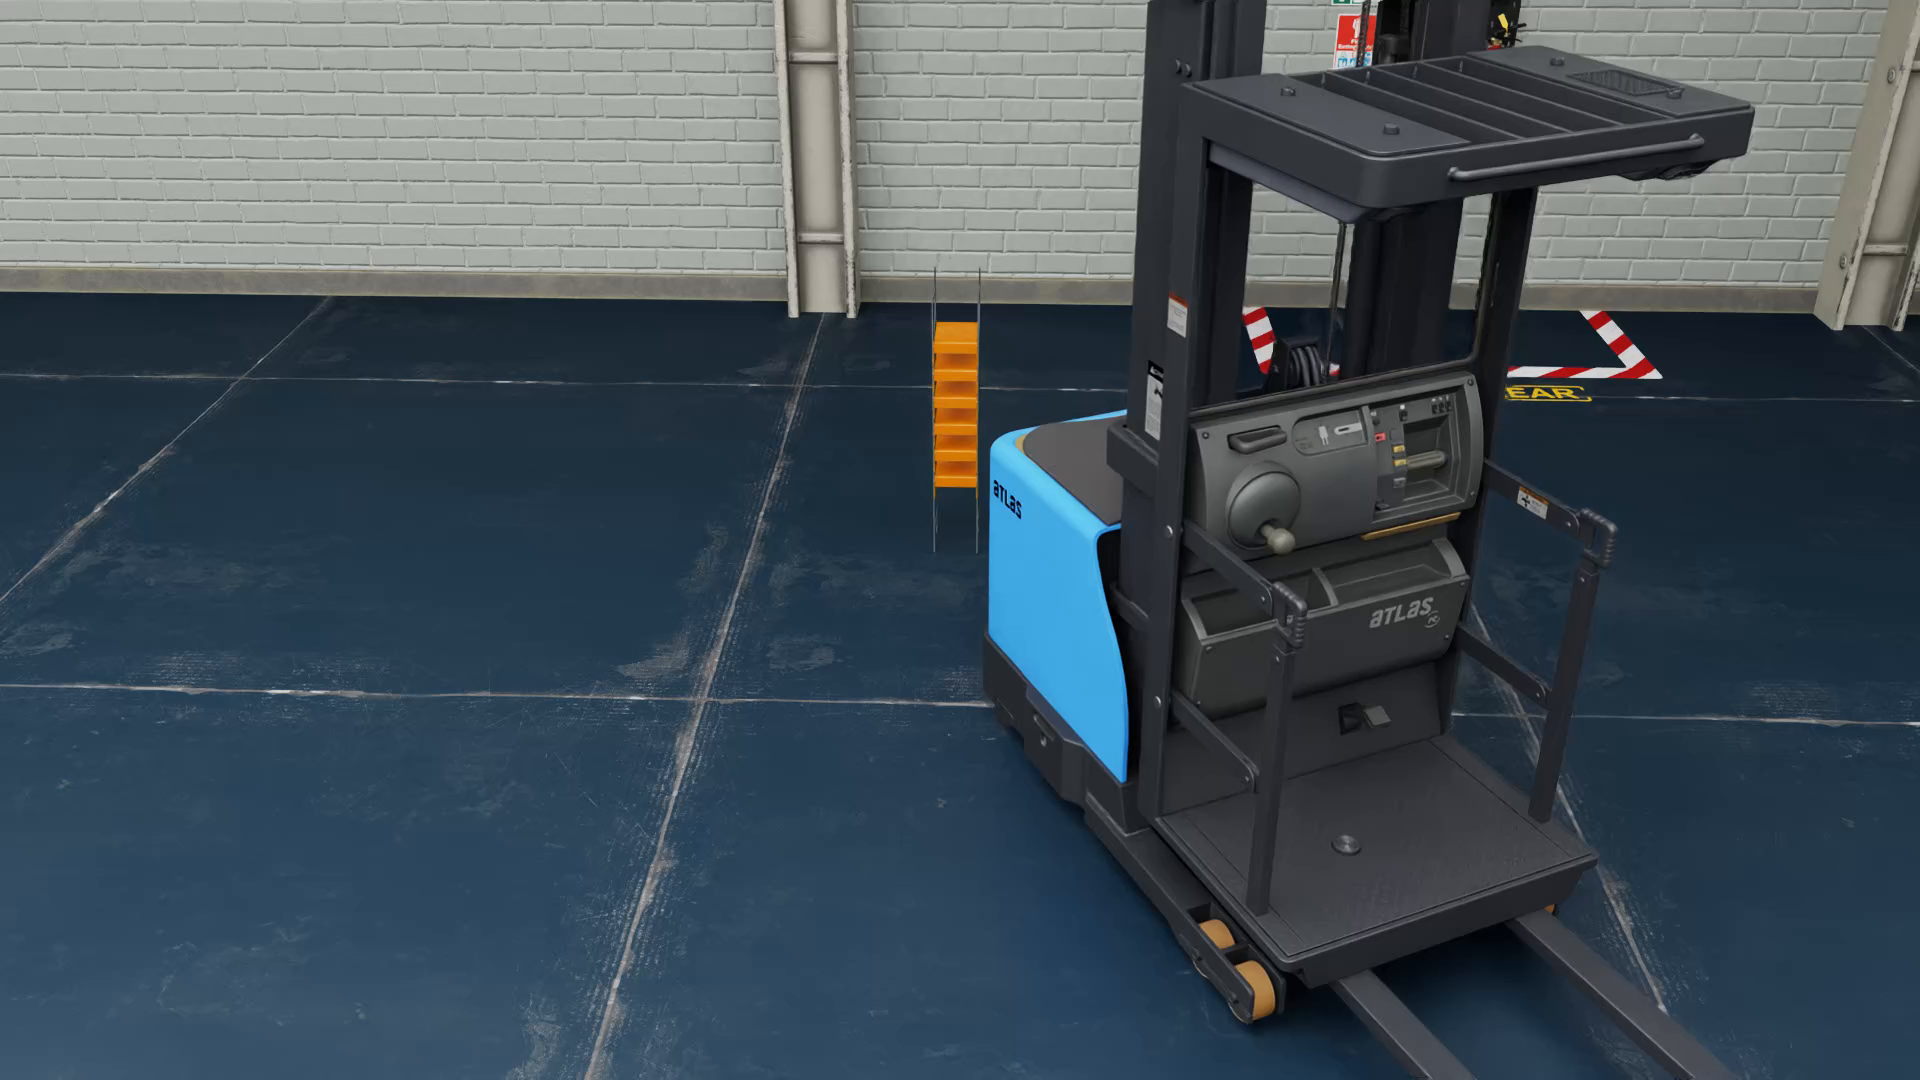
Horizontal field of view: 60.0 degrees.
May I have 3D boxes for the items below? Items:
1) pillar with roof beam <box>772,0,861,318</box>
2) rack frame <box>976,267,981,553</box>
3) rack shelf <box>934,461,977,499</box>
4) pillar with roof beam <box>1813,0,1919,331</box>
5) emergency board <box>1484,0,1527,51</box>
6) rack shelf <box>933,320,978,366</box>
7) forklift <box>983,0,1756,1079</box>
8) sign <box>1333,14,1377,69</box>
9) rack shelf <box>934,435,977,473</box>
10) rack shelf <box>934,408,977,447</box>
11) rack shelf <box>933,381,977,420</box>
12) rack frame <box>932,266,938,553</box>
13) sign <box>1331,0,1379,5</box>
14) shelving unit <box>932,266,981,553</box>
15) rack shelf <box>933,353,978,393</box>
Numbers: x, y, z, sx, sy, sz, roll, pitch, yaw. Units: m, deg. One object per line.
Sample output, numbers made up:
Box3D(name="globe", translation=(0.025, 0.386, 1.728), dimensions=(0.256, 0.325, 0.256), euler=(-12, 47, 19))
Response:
Box3D(name="pillar with roof beam", translation=(-0.948, -3.331, 3.925), dimensions=(0.400, 9.000, 9.100), euler=(1, 28, 2))
Box3D(name="rack frame", translation=(0.077, -0.529, 6.967), dimensions=(0.006, 1.200, 0.240), euler=(1, 28, 2))
Box3D(name="rack shelf", translation=(-0.014, -0.279, 7.103), dimensions=(0.180, 0.103, 0.258), euler=(1, 28, 2))
Box3D(name="pillar with roof beam", translation=(5.048, -3.232, 3.738), dimensions=(0.400, 9.000, 9.100), euler=(1, 28, 2))
Box3D(name="emergency board", translation=(2.732, -2.655, 9.055), dimensions=(0.643, 1.169, 0.194), euler=(1, 28, 2))
Box3D(name="rack shelf", translation=(-0.014, -0.809, 6.822), dimensions=(0.180, 0.103, 0.258), euler=(1, 28, 2))
Box3D(name="forklift", translation=(1.154, -0.170, 4.442), dimensions=(1.130, 2.935, 3.031), euler=(-12, 30, -21))
Box3D(name="sign", translation=(2.183, -2.728, 9.155), dimensions=(0.234, 0.329, 0.001), euler=(1, 28, 2))
Box3D(name="rack shelf", translation=(-0.014, -0.385, 7.046), dimensions=(0.180, 0.103, 0.258), euler=(1, 28, 2))
Box3D(name="rack shelf", translation=(-0.014, -0.491, 6.990), dimensions=(0.180, 0.103, 0.258), euler=(1, 28, 2))
Box3D(name="rack shelf", translation=(-0.014, -0.597, 6.934), dimensions=(0.180, 0.103, 0.258), euler=(1, 28, 2))
Box3D(name="rack frame", translation=(-0.106, -0.532, 6.972), dimensions=(0.006, 1.200, 0.240), euler=(1, 28, 2))
Box3D(name="sign", translation=(2.187, -2.958, 9.023), dimensions=(0.331, 0.109, 0.001), euler=(1, 28, 2))
Box3D(name="shelving unit", translation=(-0.014, -0.530, 6.969), dimensions=(0.189, 1.200, 0.258), euler=(1, 28, 2))
Box3D(name="rack shelf", translation=(-0.014, -0.703, 6.878), dimensions=(0.180, 0.103, 0.258), euler=(1, 28, 2))
